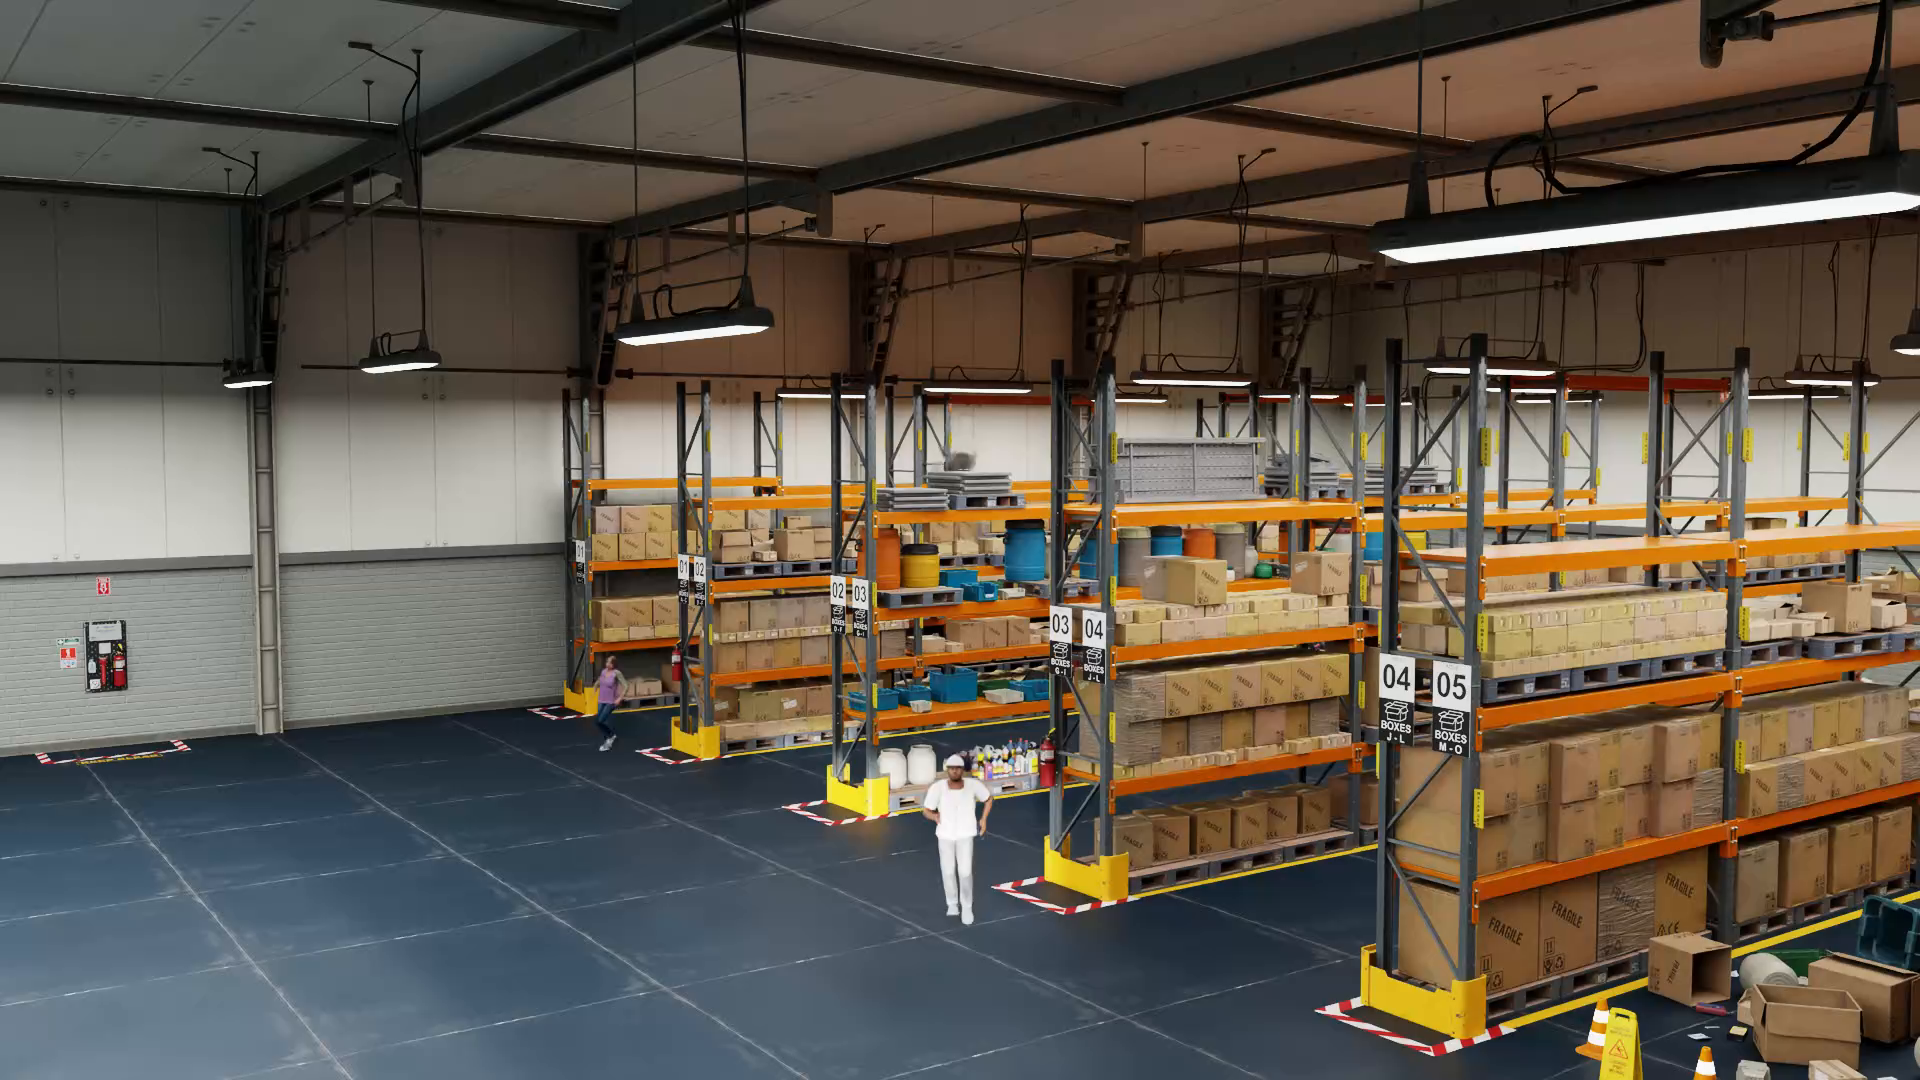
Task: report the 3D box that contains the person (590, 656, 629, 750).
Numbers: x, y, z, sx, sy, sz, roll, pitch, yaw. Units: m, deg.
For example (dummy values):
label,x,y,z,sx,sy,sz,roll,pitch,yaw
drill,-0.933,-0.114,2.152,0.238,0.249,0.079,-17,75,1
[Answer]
label,x,y,z,sx,sy,sz,roll,pitch,yaw
person,-5.721,2.658,27.002,0.618,1.557,0.498,2,4,29

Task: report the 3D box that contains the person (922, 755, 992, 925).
label,x,y,z,sx,sy,sz,roll,pitch,yaw
person,-0.040,3.170,17.583,0.723,1.801,0.686,0,4,5

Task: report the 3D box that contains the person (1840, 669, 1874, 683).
label,x,y,z,sx,sy,sz,roll,pitch,yaw
person,13.419,2.677,24.975,0.596,1.756,0.672,-4,5,-45
